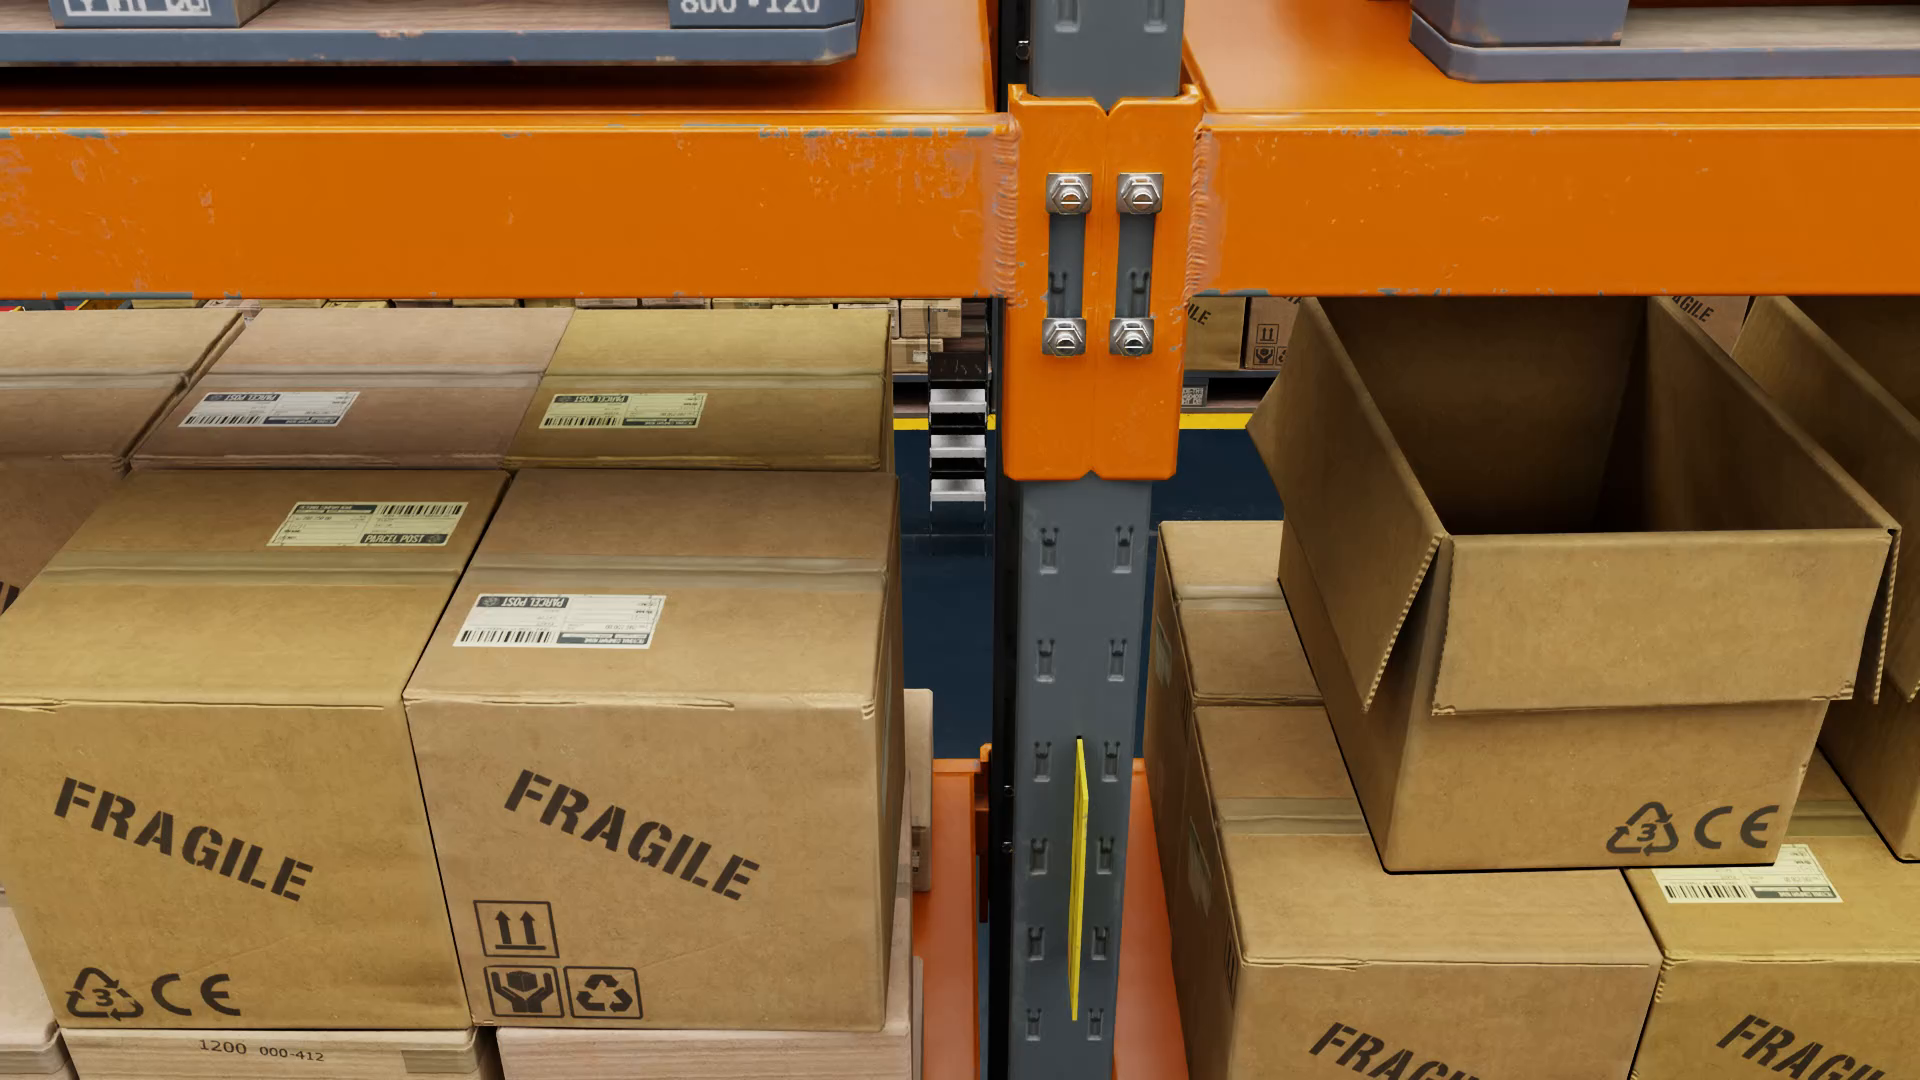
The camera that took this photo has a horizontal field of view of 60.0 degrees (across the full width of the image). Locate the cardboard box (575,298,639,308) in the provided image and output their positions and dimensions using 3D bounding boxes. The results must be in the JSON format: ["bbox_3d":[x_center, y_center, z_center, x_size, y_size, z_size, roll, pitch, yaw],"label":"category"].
[{"bbox_3d":[-1.463,-1.117,6.969,0.250,0.149,0.380,-1,31,-2],"label":"cardboard box"}]

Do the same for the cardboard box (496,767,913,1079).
[{"bbox_3d":[-0.316,0.567,2.281,0.500,0.250,0.500,-1,31,-1],"label":"cardboard box"}]

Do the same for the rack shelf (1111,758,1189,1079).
[{"bbox_3d":[2.124,0.794,2.743,4.000,0.370,1.077,0,31,0],"label":"rack shelf"}]

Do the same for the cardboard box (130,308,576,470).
[{"bbox_3d":[-0.849,-0.024,2.533,0.500,0.500,0.500,0,31,0],"label":"cardboard box"}]

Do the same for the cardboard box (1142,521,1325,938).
[{"bbox_3d":[0.590,0.307,2.756,0.500,0.500,0.500,0,31,0],"label":"cardboard box"}]

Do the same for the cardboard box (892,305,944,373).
[{"bbox_3d":[-0.195,-0.863,7.124,0.250,0.149,0.380,0,31,0],"label":"cardboard box"}]

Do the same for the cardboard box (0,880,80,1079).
[{"bbox_3d":[-1.344,0.572,2.273,0.500,0.250,0.500,0,31,1],"label":"cardboard box"}]

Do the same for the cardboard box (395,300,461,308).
[{"bbox_3d":[-2.239,-1.037,7.124,0.250,0.149,0.380,-2,31,-3],"label":"cardboard box"}]

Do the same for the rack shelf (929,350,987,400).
[{"bbox_3d":[-0.008,-0.587,5.894,0.200,0.077,0.258,0,31,0],"label":"rack shelf"}]

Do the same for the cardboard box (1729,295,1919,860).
[{"bbox_3d":[1.449,0.019,2.264,0.637,0.503,0.797,0,31,0],"label":"cardboard box"}]

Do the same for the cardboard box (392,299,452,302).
[{"bbox_3d":[-2.227,-1.145,7.016,0.250,0.149,0.380,1,31,2],"label":"cardboard box"}]

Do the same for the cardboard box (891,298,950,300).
[{"bbox_3d":[-0.159,-1.159,7.039,0.250,0.149,0.380,1,31,1],"label":"cardboard box"}]

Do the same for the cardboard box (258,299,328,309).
[{"bbox_3d":[-2.752,-1.106,6.951,0.250,0.149,0.380,0,31,0],"label":"cardboard box"}]

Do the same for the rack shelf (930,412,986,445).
[{"bbox_3d":[-0.008,-0.433,5.987,0.200,0.077,0.258,0,31,0],"label":"rack shelf"}]

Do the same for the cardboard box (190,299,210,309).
[{"bbox_3d":[-3.280,-1.024,7.103,0.250,0.149,0.380,1,31,2],"label":"cardboard box"}]

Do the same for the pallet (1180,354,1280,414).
[{"bbox_3d":[0.973,-0.891,7.515,1.213,0.211,1.003,0,31,0],"label":"pallet"}]

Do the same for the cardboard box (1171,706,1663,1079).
[{"bbox_3d":[0.585,0.578,2.309,0.500,0.500,0.500,0,31,0],"label":"cardboard box"}]

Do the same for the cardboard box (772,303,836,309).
[{"bbox_3d":[-0.657,-0.985,7.038,0.250,0.149,0.380,-1,31,-2],"label":"cardboard box"}]

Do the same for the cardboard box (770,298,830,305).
[{"bbox_3d":[-0.664,-1.133,6.996,0.250,0.149,0.380,0,31,-1],"label":"cardboard box"}]

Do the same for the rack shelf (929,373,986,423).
[{"bbox_3d":[-0.008,-0.510,5.940,0.200,0.077,0.258,0,31,0],"label":"rack shelf"}]

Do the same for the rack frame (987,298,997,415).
[{"bbox_3d":[0.195,-2.080,6.787,0.127,3.000,1.000,0,31,0],"label":"rack frame"}]

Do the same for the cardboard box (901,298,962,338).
[{"bbox_3d":[-0.118,-1.002,7.067,0.250,0.149,0.380,0,31,1],"label":"cardboard box"}]

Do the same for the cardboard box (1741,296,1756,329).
[{"bbox_3d":[3.538,-1.066,7.120,0.500,0.500,0.500,0,31,-1],"label":"cardboard box"}]

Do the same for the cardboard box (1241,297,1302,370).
[{"bbox_3d":[1.464,-1.058,7.108,0.500,0.500,0.500,1,31,2],"label":"cardboard box"}]

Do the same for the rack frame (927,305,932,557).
[{"bbox_3d":[-0.110,-0.384,6.016,0.006,0.900,0.240,0,31,0],"label":"rack frame"}]

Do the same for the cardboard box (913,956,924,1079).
[{"bbox_3d":[-0.179,0.771,2.329,0.250,0.149,0.380,0,31,0],"label":"cardboard box"}]

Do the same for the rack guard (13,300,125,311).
[{"bbox_3d":[-3.729,-0.999,7.415,0.348,0.500,1.175,0,31,0],"label":"rack guard"}]

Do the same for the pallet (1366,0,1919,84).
[{"bbox_3d":[1.040,-0.736,1.864,1.217,0.209,0.805,-1,31,-2],"label":"pallet"}]

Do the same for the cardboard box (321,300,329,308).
[{"bbox_3d":[-2.761,-1.042,7.133,0.250,0.149,0.380,0,31,0],"label":"cardboard box"}]

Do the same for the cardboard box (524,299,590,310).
[{"bbox_3d":[-1.698,-1.055,7.154,0.250,0.149,0.380,1,31,2],"label":"cardboard box"}]

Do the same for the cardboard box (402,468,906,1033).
[{"bbox_3d":[-0.334,0.249,2.082,0.500,0.500,0.500,1,31,1],"label":"cardboard box"}]

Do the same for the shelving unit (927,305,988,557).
[{"bbox_3d":[-0.008,-0.385,6.017,0.210,0.900,0.258,0,31,0],"label":"shelving unit"}]

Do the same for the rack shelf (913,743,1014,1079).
[{"bbox_3d":[-1.876,0.807,2.722,4.000,0.370,1.077,0,31,0],"label":"rack shelf"}]

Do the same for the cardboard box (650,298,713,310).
[{"bbox_3d":[-1.163,-1.024,7.103,0.250,0.149,0.380,1,31,1],"label":"cardboard box"}]
